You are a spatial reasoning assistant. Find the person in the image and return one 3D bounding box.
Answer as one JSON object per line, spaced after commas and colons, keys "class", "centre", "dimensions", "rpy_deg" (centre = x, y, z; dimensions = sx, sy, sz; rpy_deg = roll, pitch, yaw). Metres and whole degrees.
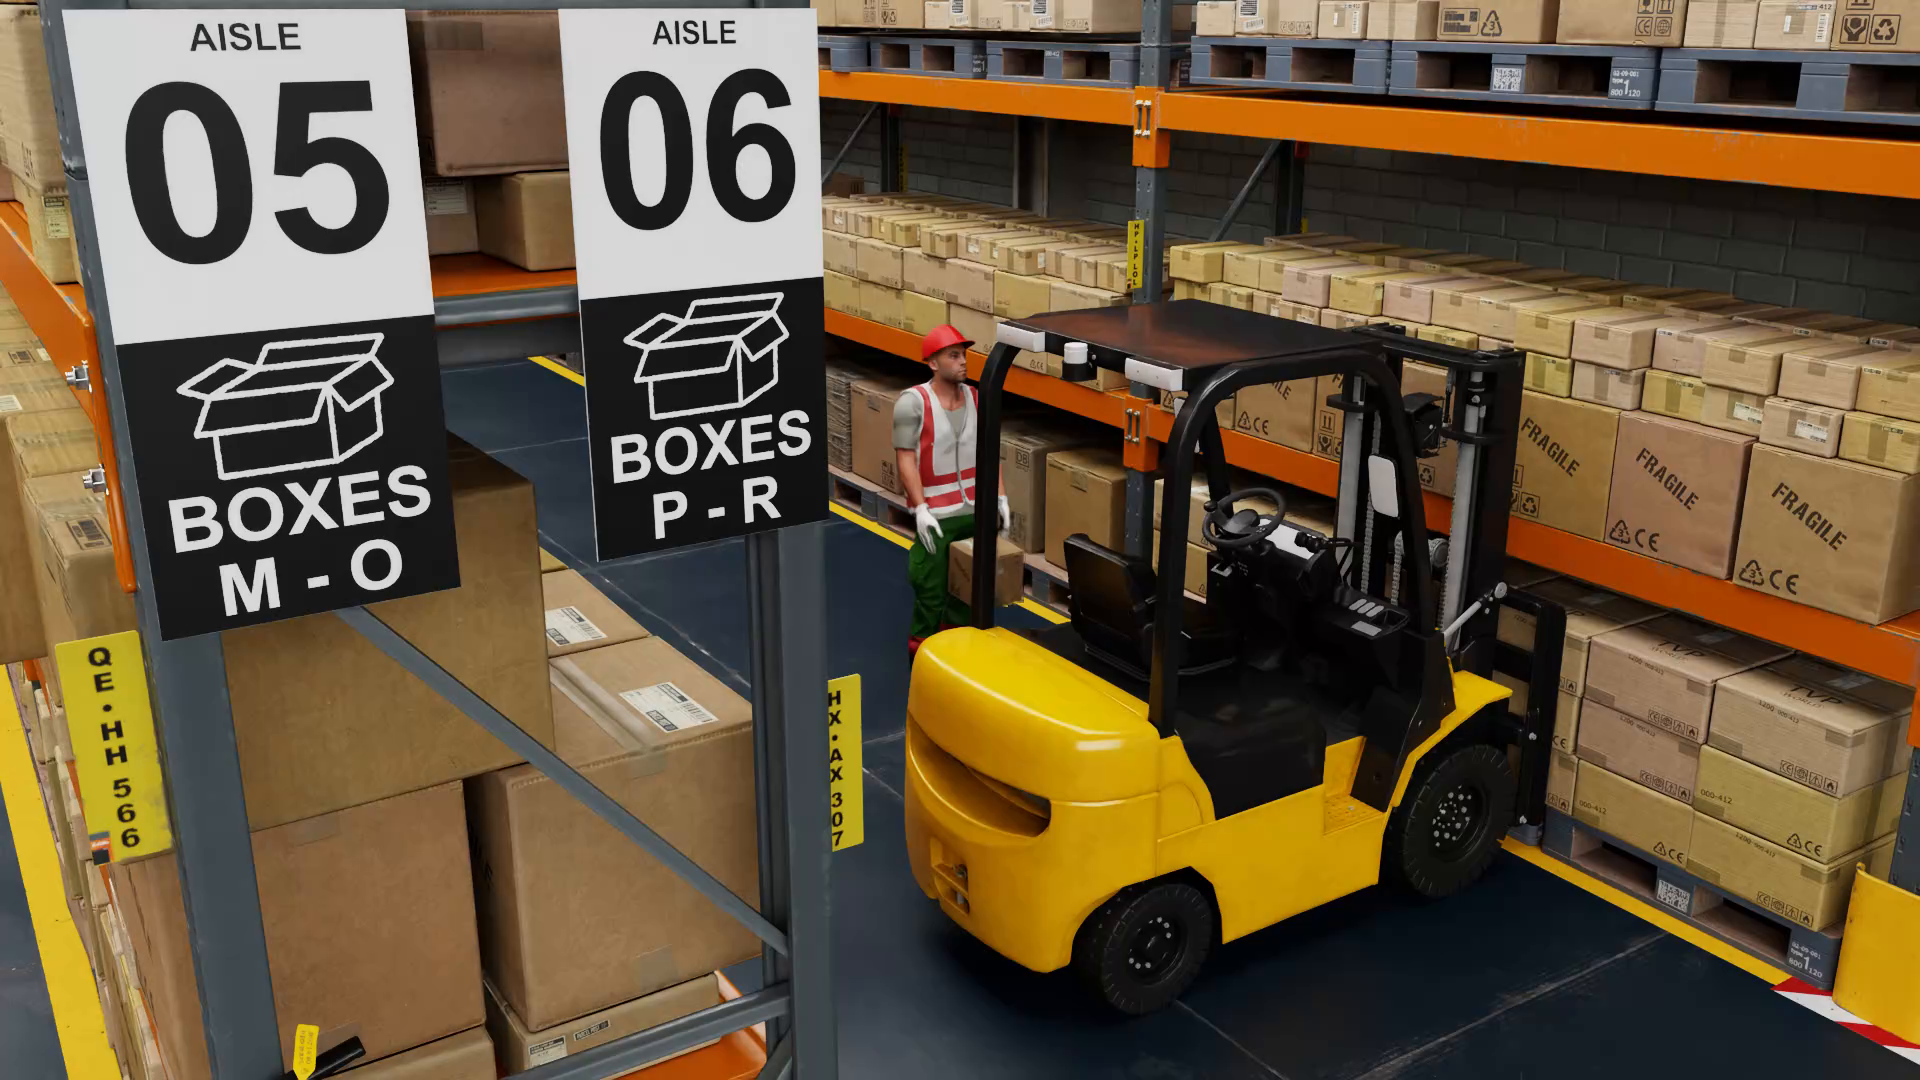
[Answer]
{"class": "person", "centre": [-0.020, -0.093, 7.782], "dimensions": [0.584, 1.789, 0.556], "rpy_deg": [-11, 21, -31]}
